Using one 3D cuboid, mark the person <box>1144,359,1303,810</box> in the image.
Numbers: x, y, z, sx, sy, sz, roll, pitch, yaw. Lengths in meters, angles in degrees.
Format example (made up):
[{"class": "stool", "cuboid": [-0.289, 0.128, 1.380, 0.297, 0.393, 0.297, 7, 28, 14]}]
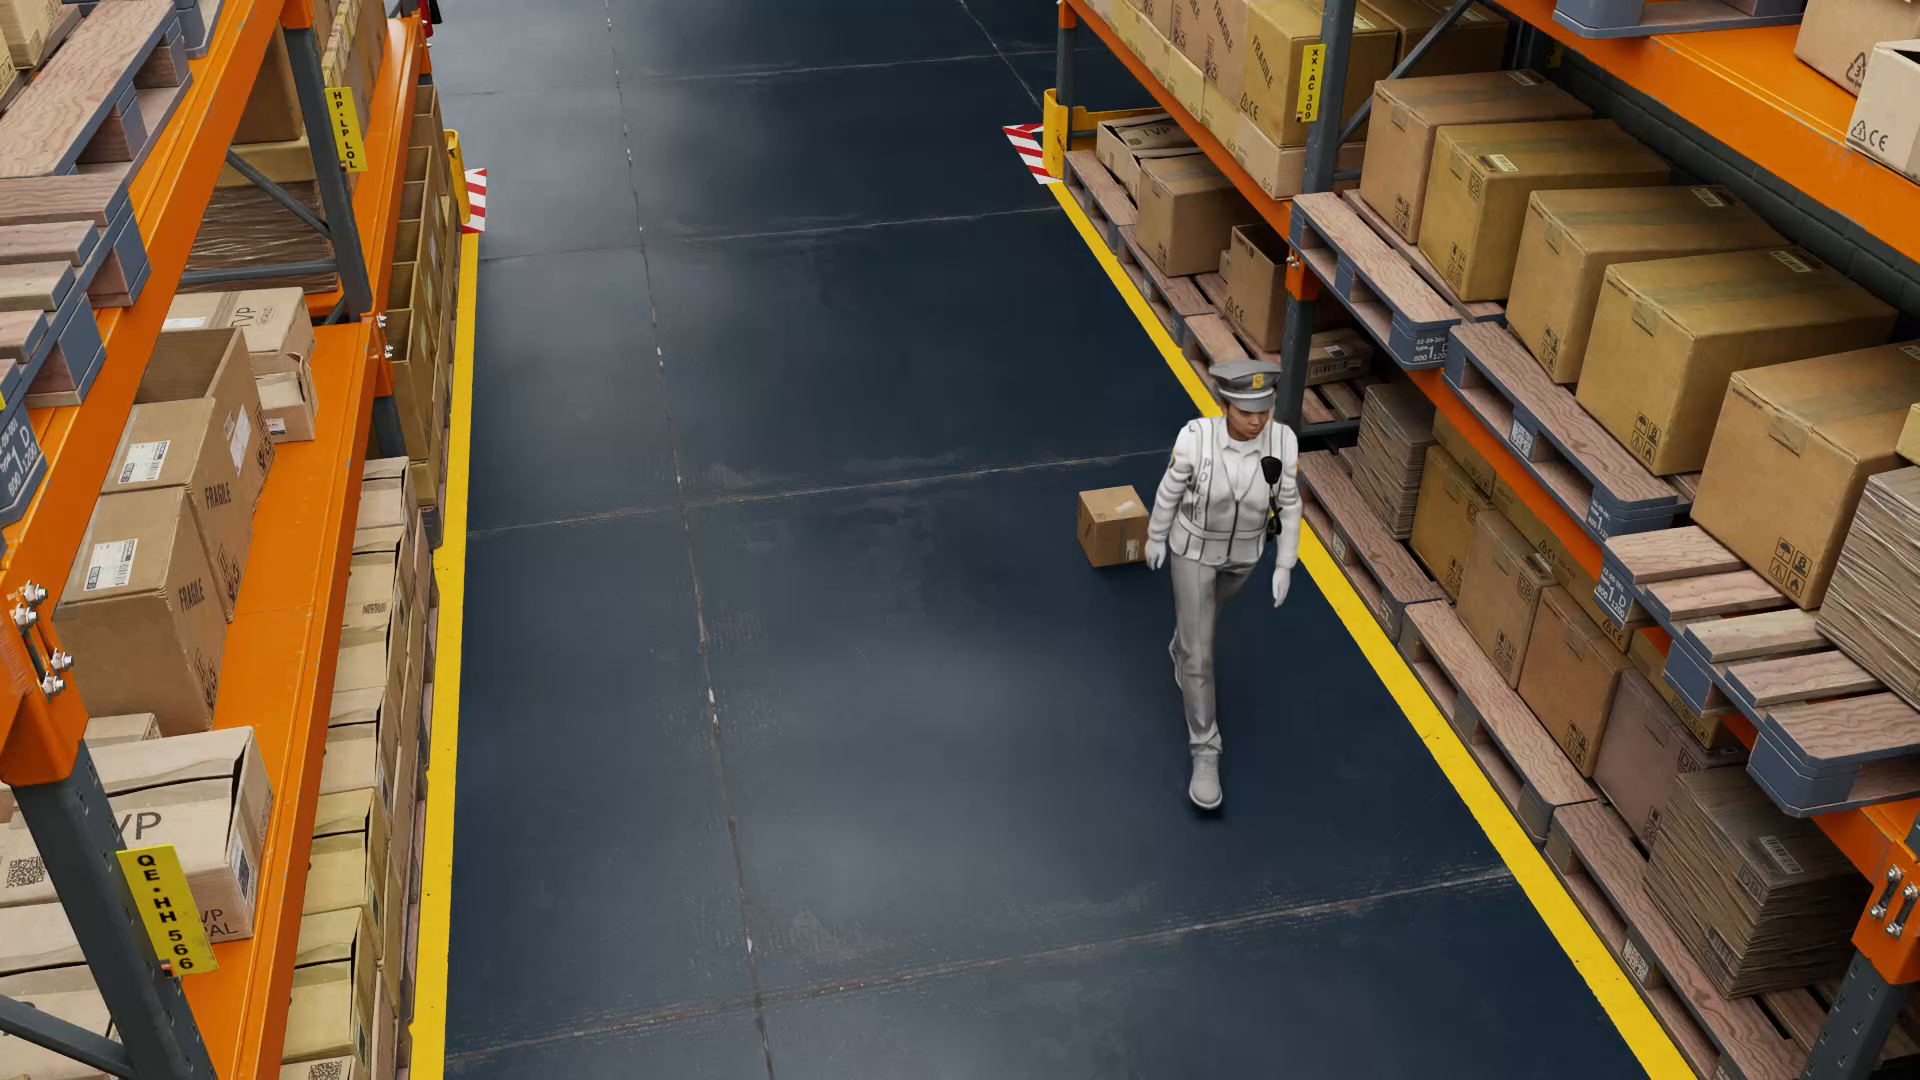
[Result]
[{"class": "person", "cuboid": [0.976, 0.052, 6.034, 0.509, 1.619, 0.948, -6, 35, -8]}]
